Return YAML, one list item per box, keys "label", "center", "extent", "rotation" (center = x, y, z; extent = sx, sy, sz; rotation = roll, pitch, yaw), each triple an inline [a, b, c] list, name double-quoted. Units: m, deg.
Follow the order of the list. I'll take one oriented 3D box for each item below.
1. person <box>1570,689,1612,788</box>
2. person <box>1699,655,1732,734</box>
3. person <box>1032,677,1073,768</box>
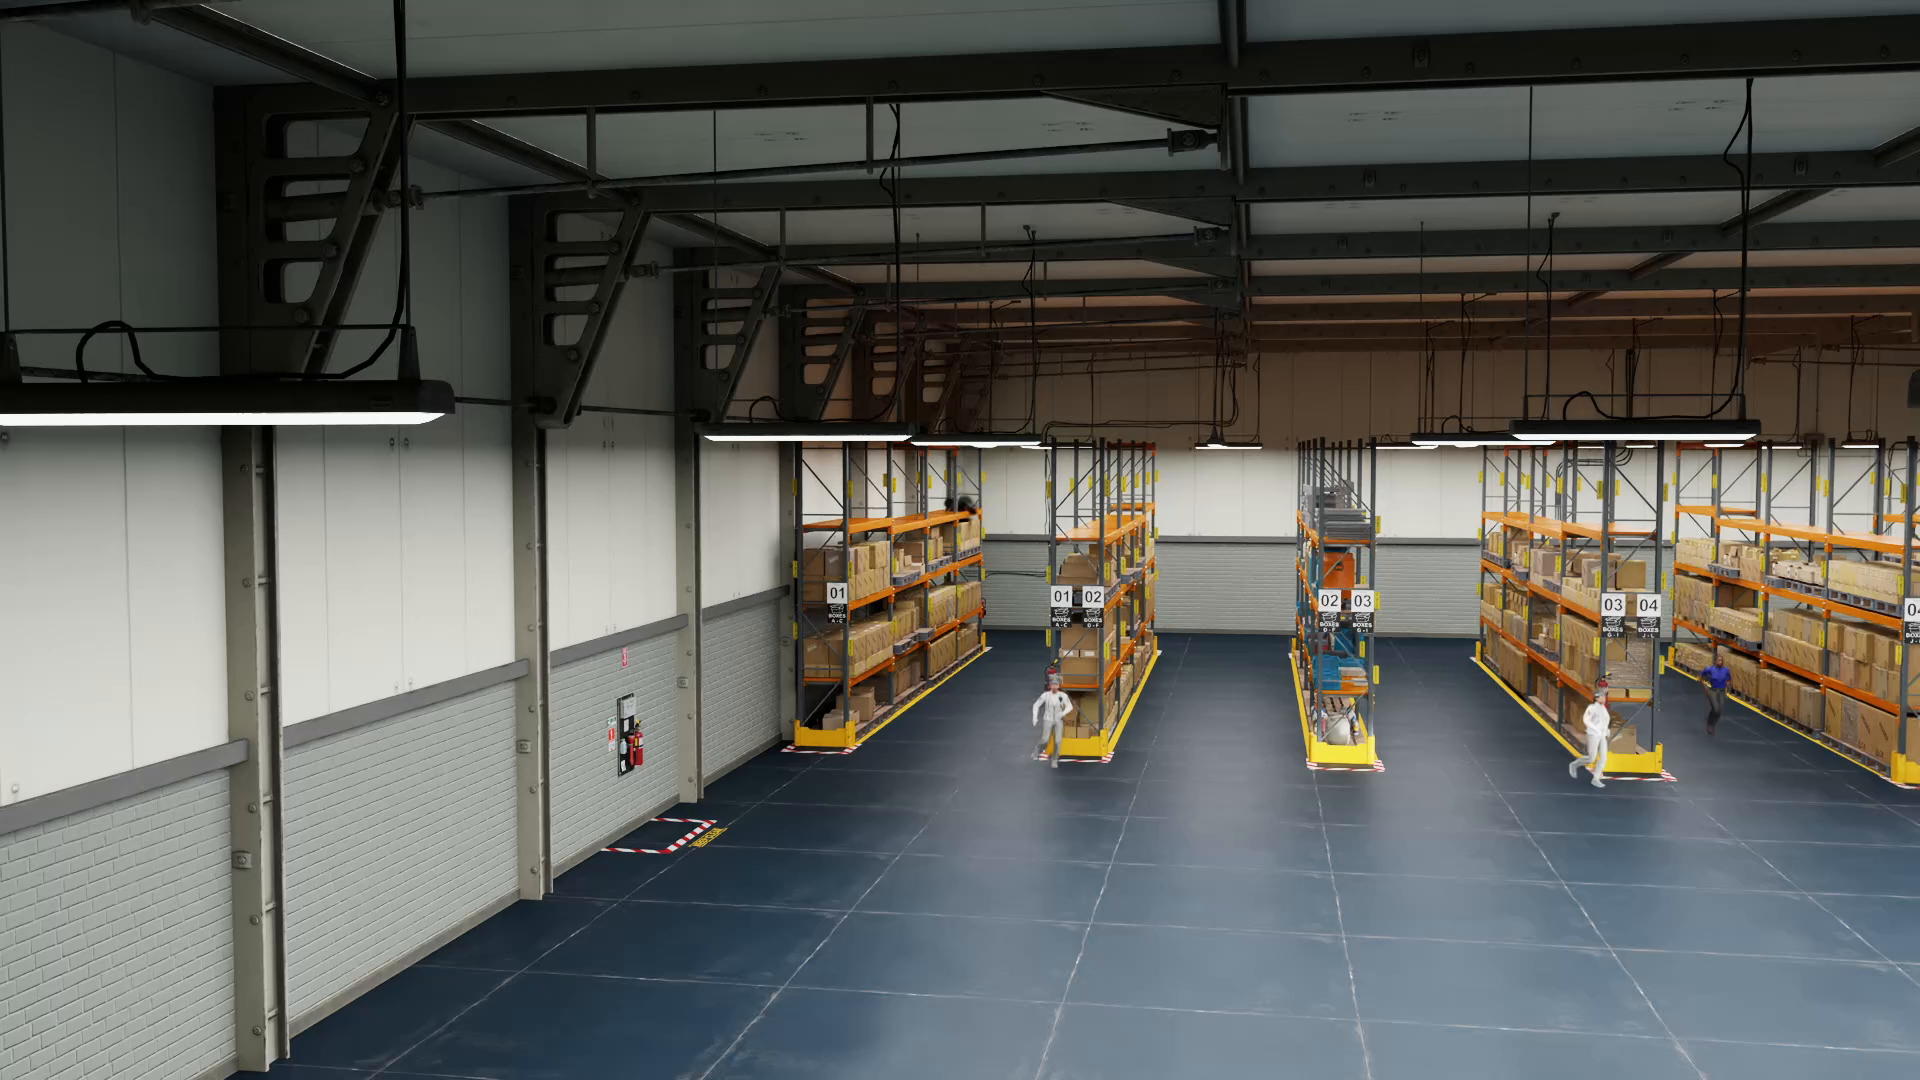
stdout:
- label: "person"
  center: [10.949, 3.384, 28.735]
  extent: [0.658, 1.663, 0.733]
  rotation: [-2, 4, -35]
- label: "person"
  center: [15.279, 3.124, 33.580]
  extent: [0.555, 1.608, 0.662]
  rotation: [0, 3, 1]
- label: "person"
  center: [1.694, 3.312, 30.344]
  extent: [0.719, 1.656, 0.494]
  rotation: [0, 3, -8]
